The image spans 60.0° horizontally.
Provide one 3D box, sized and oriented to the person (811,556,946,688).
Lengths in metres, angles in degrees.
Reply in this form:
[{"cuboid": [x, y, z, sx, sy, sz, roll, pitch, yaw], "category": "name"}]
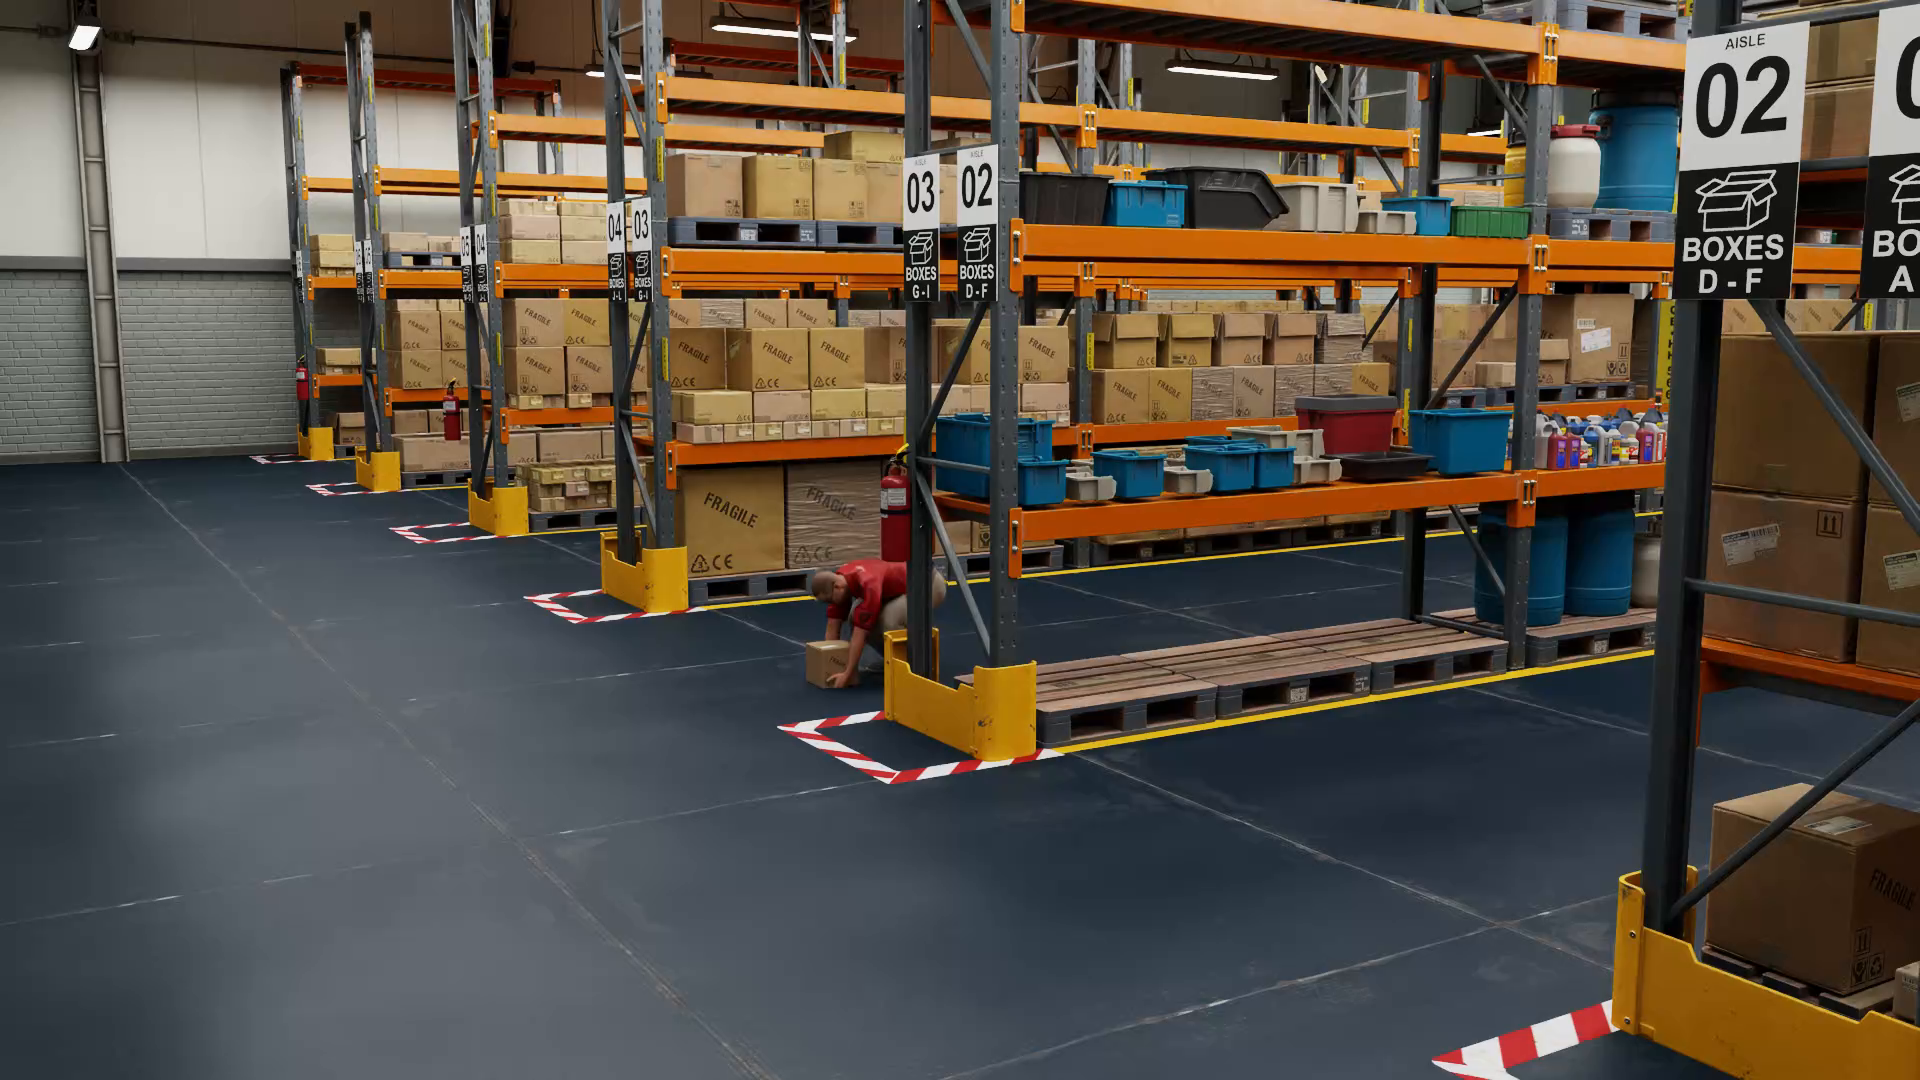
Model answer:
[{"cuboid": [-0.535, 0.514, 10.701, 0.951, 0.803, 0.533, -5, 10, -32], "category": "person"}]
